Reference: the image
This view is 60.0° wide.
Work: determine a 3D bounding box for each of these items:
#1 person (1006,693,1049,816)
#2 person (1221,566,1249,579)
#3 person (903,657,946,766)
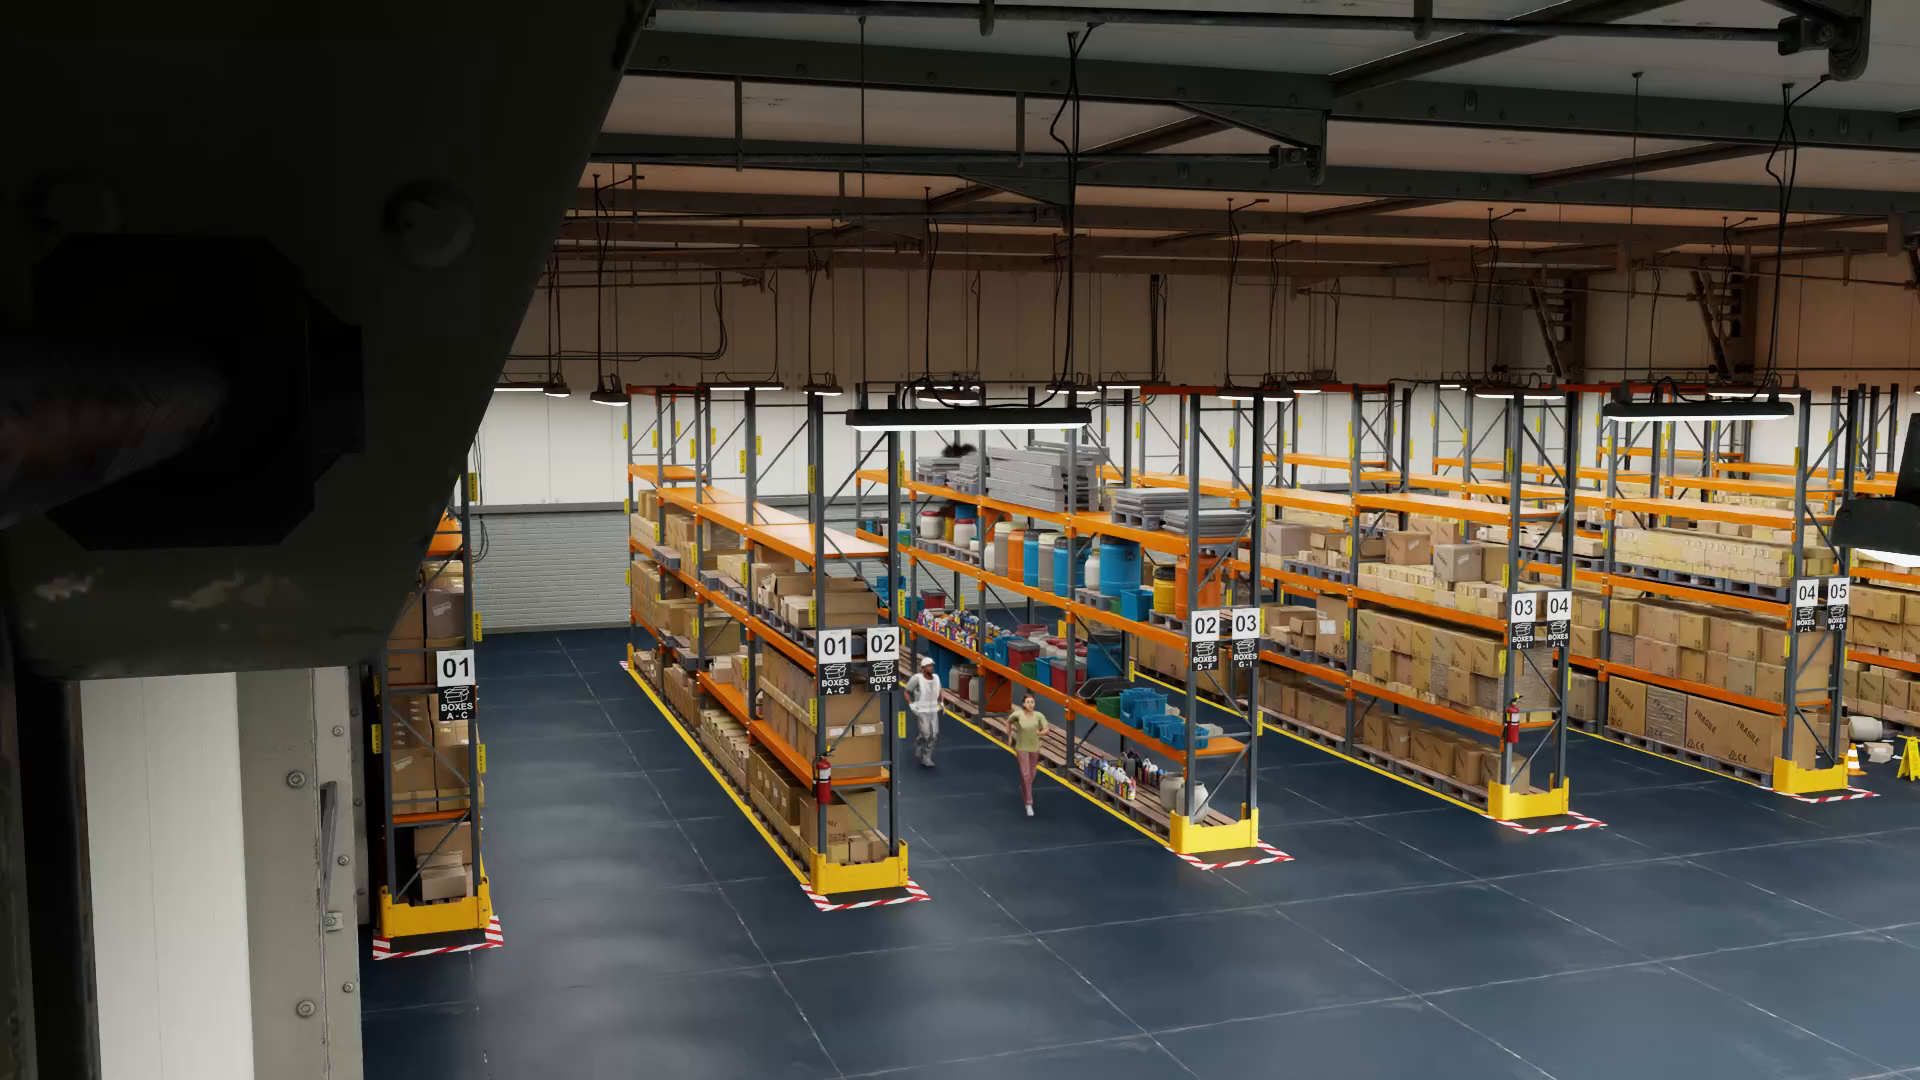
[{"bbox_3d":[0.978,3.015,23.813,0.574,1.673,0.968,-1,6,-11],"label":"person"},{"bbox_3d":[6.703,1.182,41.362,1.111,1.719,0.727,-5,8,-40],"label":"person"},{"bbox_3d":[-0.538,2.736,26.496,0.684,1.742,0.544,-4,7,-31],"label":"person"}]
